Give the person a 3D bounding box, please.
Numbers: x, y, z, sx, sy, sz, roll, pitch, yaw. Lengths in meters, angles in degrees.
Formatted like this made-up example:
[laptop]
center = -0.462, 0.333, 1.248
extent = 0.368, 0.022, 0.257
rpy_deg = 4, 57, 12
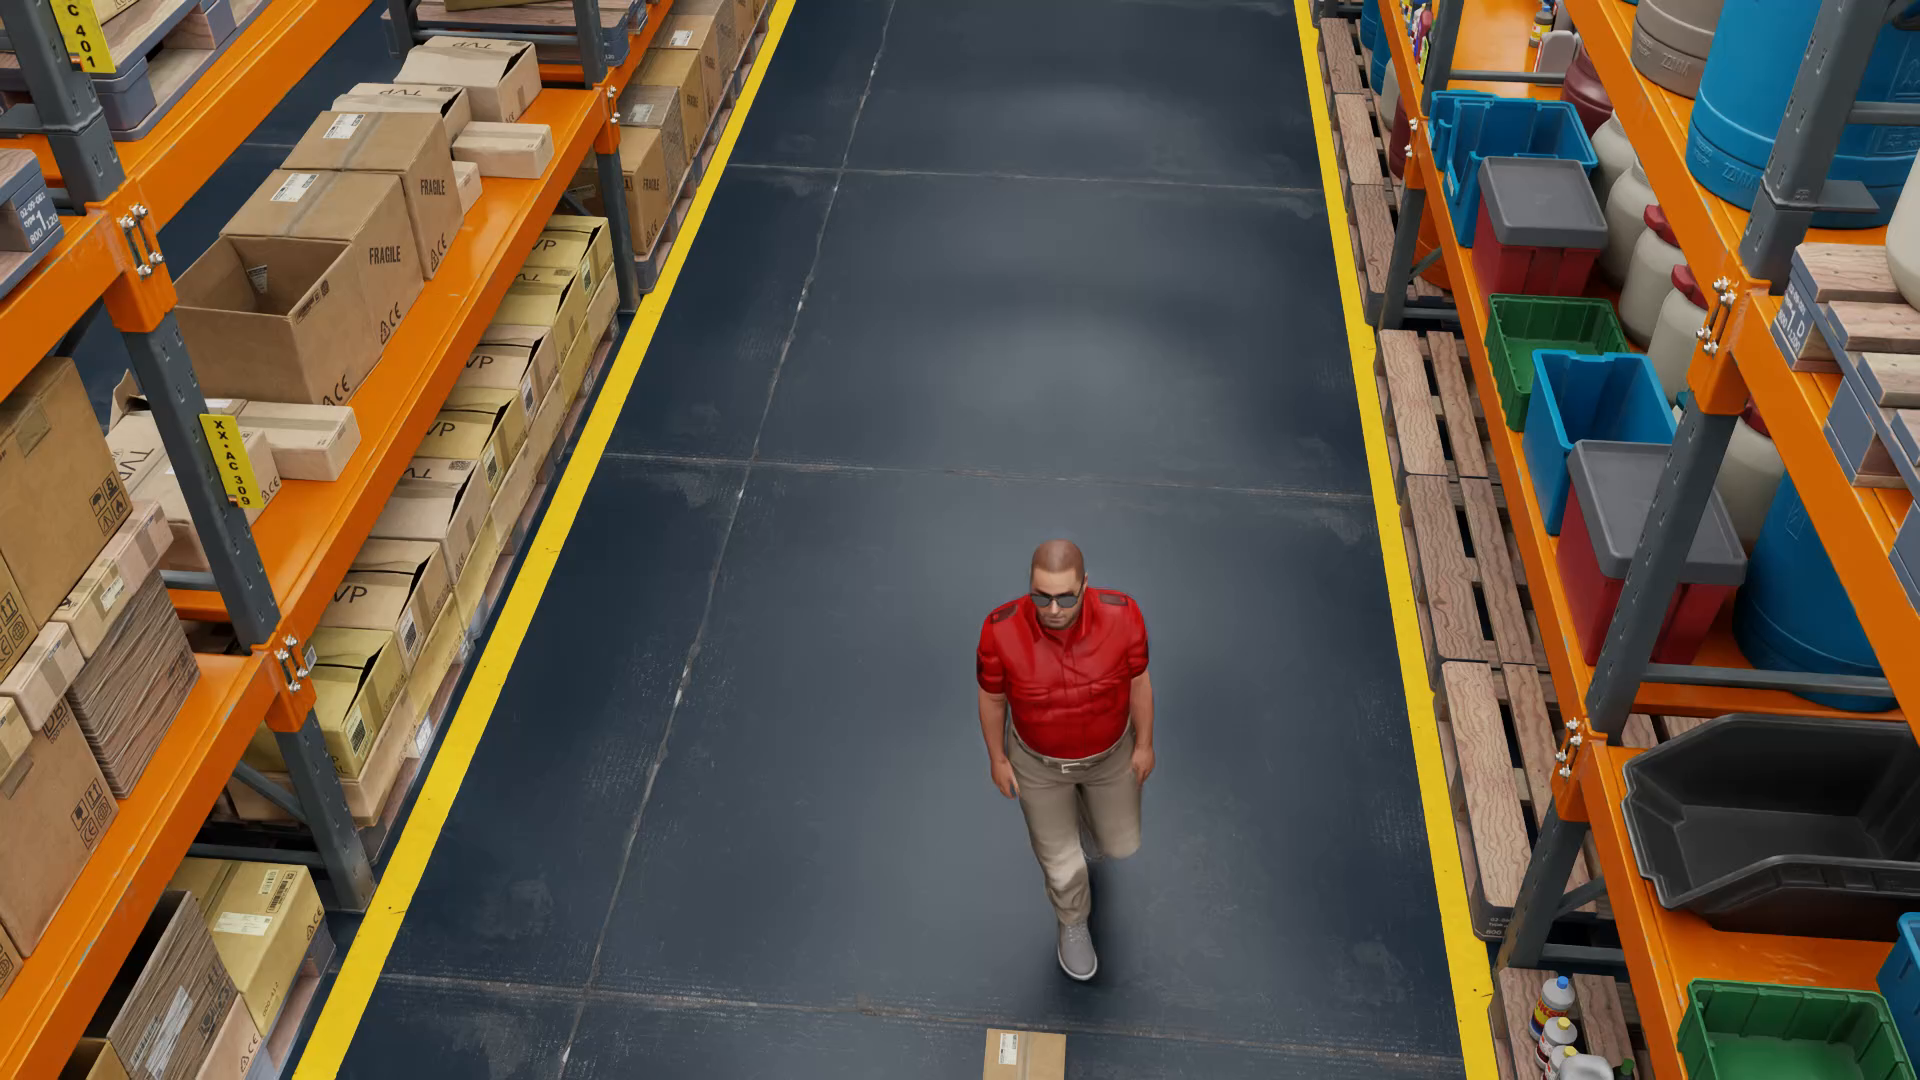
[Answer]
[person]
center = 0.335, 0.673, 5.346
extent = 0.589, 1.721, 0.555
rpy_deg = -2, 40, -2
